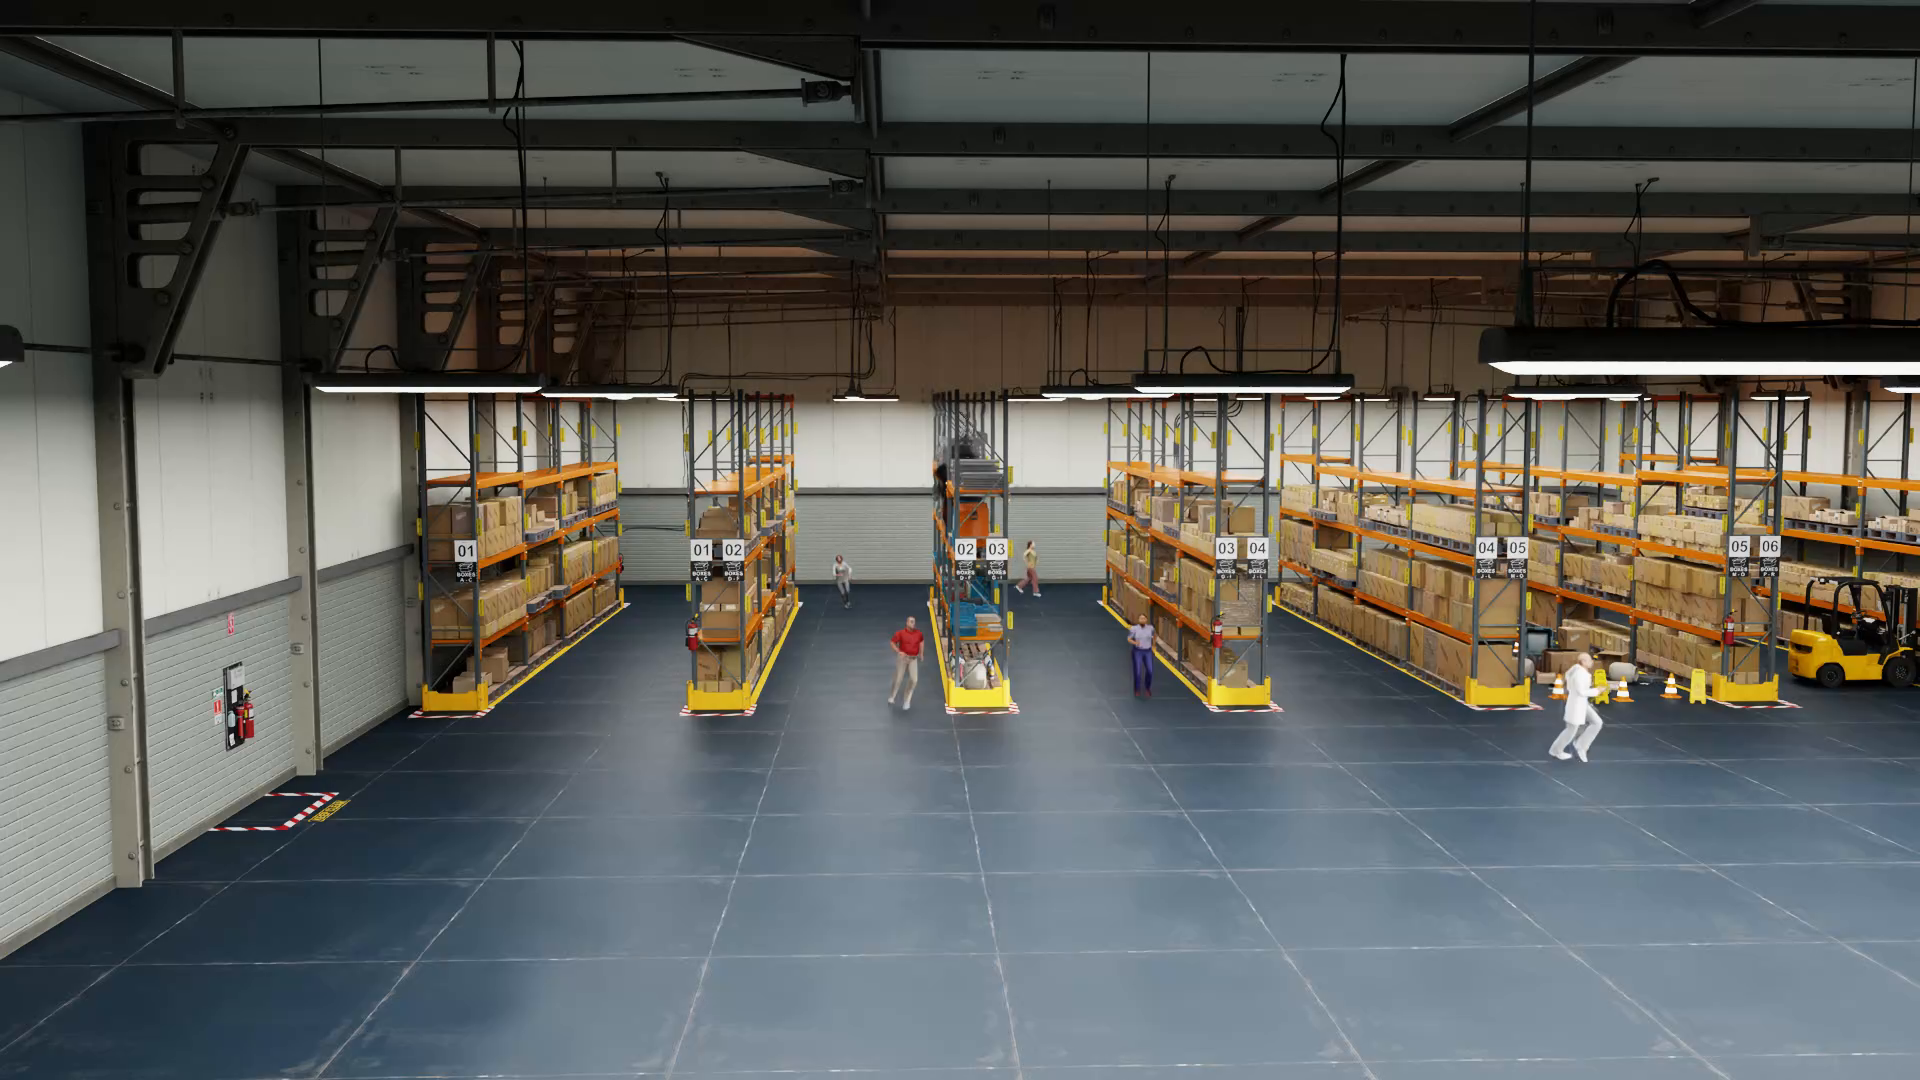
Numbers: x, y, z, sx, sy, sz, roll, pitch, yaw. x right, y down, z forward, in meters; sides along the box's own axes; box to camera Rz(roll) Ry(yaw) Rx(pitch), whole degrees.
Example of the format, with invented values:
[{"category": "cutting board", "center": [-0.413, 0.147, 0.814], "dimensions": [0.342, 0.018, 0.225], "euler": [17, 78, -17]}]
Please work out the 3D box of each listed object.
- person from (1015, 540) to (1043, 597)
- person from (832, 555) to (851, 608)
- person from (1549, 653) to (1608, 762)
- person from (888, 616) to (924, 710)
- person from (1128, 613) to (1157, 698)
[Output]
[{"category": "person", "center": [2.060, 0.835, 49.552], "dimensions": [0.864, 1.676, 0.570], "euler": [1, 5, 17]}, {"category": "person", "center": [-3.289, 1.162, 46.368], "dimensions": [0.535, 1.519, 0.552], "euler": [0, 5, -6]}, {"category": "person", "center": [9.890, 2.674, 26.543], "dimensions": [0.854, 1.766, 0.753], "euler": [3, 5, 30]}, {"category": "person", "center": [-0.989, 2.325, 31.525], "dimensions": [0.730, 1.759, 0.696], "euler": [-1, 5, -17]}, {"category": "person", "center": [3.563, 2.245, 32.487], "dimensions": [0.580, 1.634, 0.617], "euler": [0, 5, -1]}]
